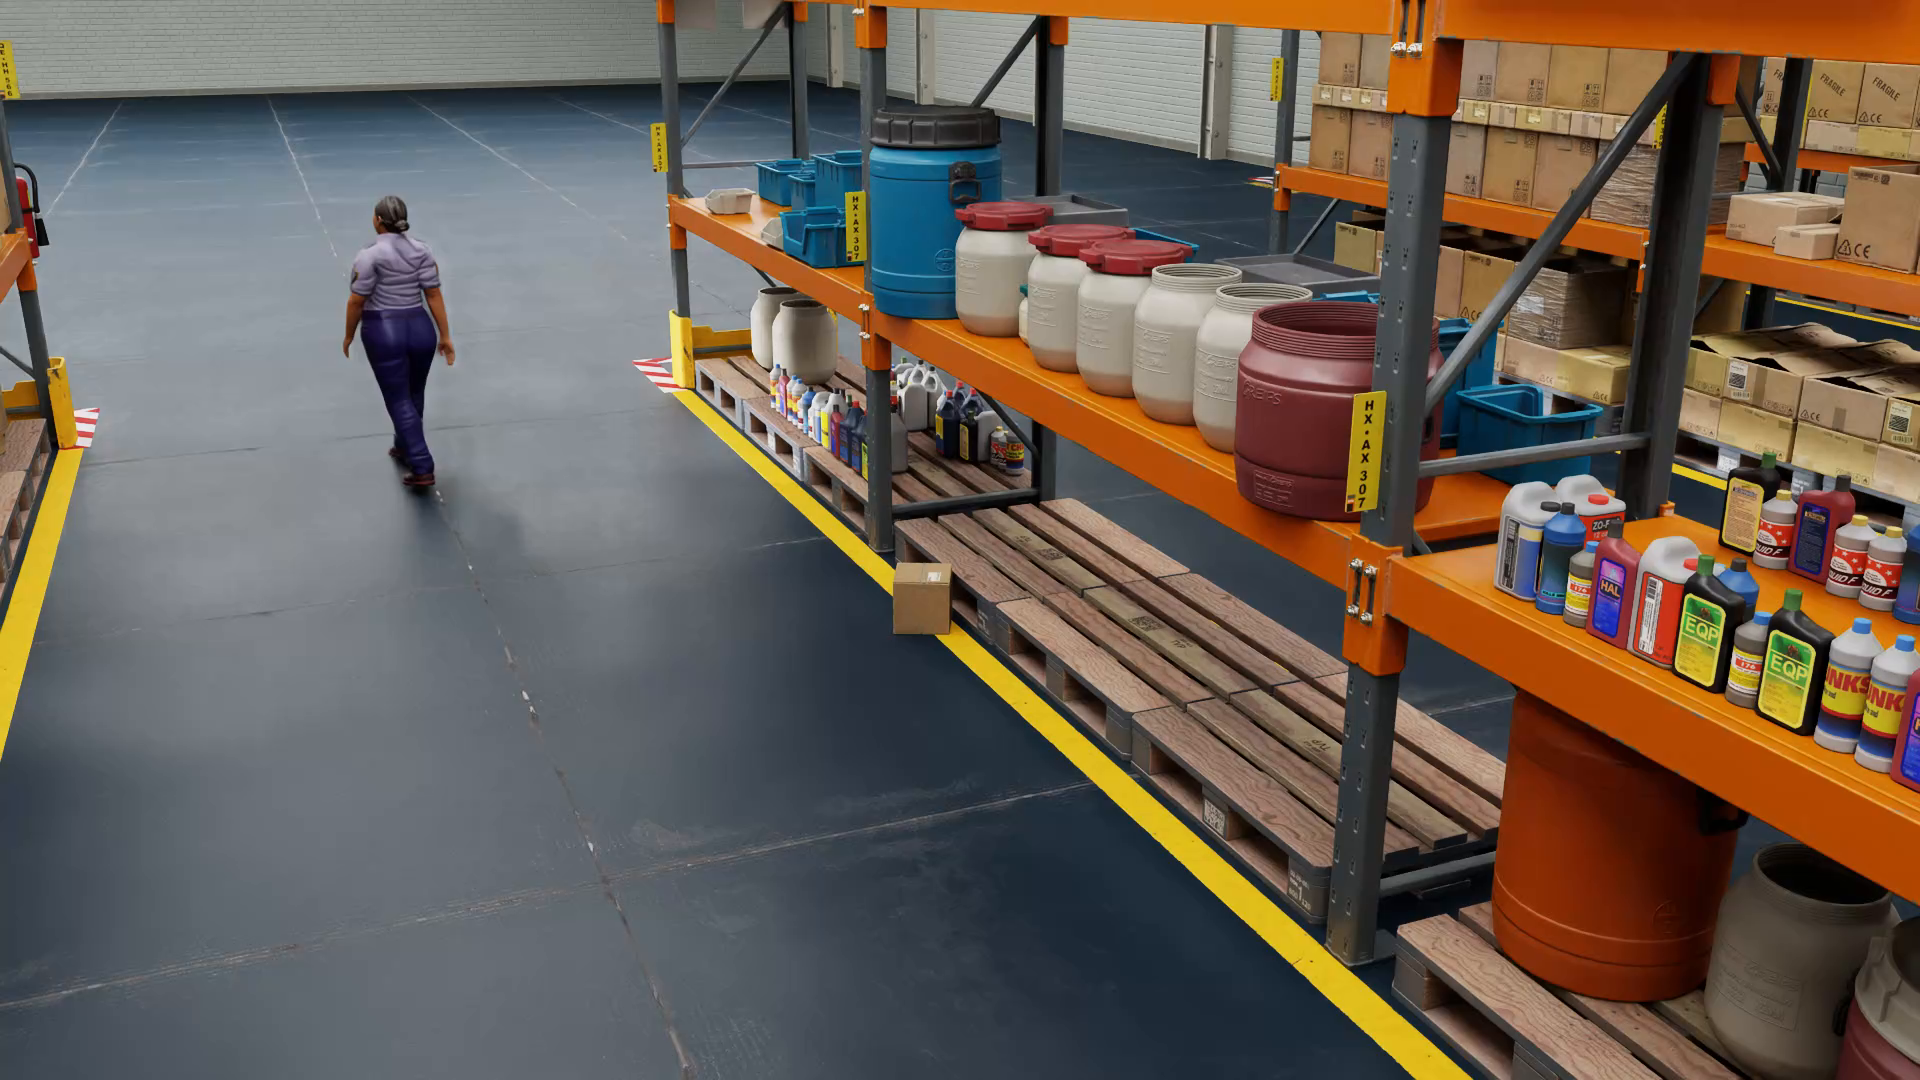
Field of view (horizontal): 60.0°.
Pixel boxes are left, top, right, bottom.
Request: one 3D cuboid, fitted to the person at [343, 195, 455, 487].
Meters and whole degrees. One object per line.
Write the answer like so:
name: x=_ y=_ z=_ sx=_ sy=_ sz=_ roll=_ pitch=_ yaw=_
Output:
person: x=-3.226 y=-1.153 z=9.408 sx=0.903 sy=1.603 sz=0.511 roll=17 pitch=26 yaw=41
